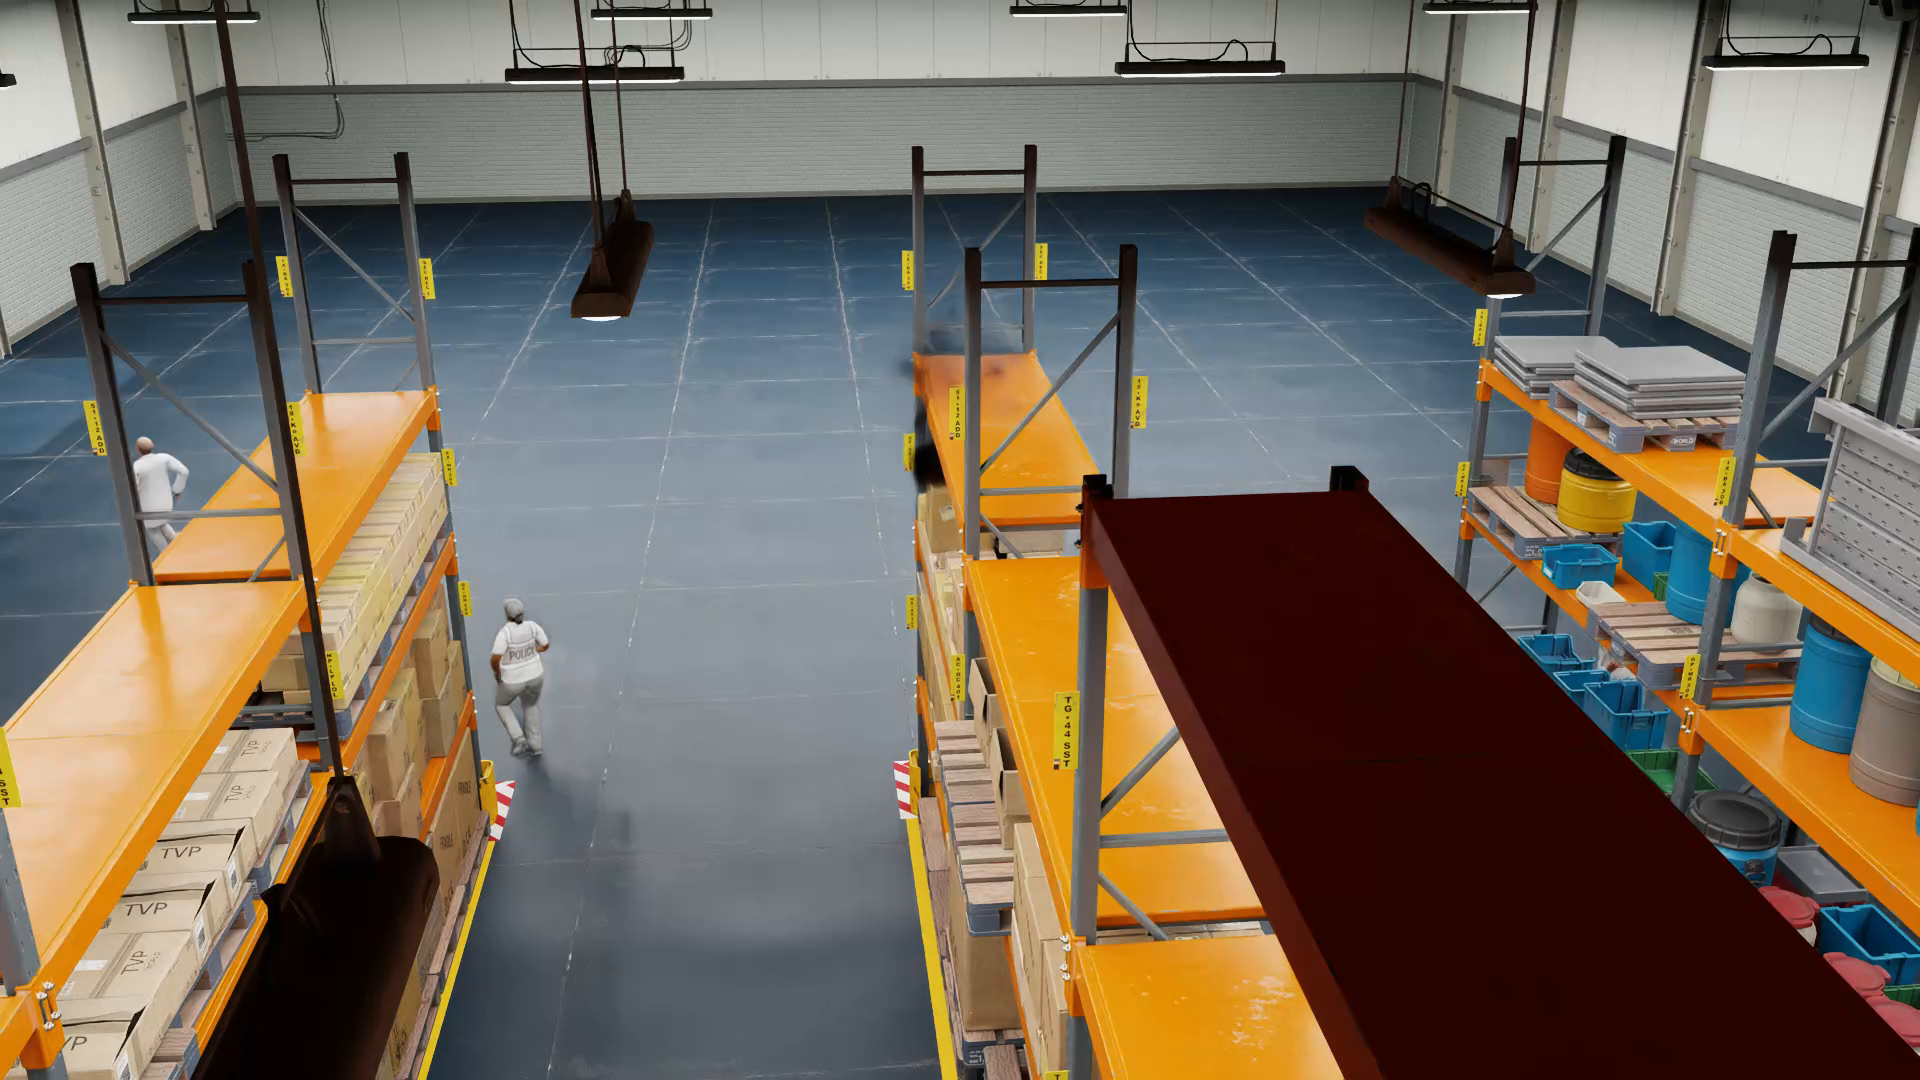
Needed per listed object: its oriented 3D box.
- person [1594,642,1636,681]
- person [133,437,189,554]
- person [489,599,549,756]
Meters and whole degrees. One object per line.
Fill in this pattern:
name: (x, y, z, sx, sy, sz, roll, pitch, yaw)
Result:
person: (6.325, 1.286, 16.028, 0.722, 1.796, 0.707, -14, 26, -32)
person: (-9.898, -0.454, 20.437, 0.618, 1.738, 0.713, 13, 25, 30)
person: (-4.312, 1.320, 16.135, 0.665, 1.661, 0.530, -17, 27, -37)
